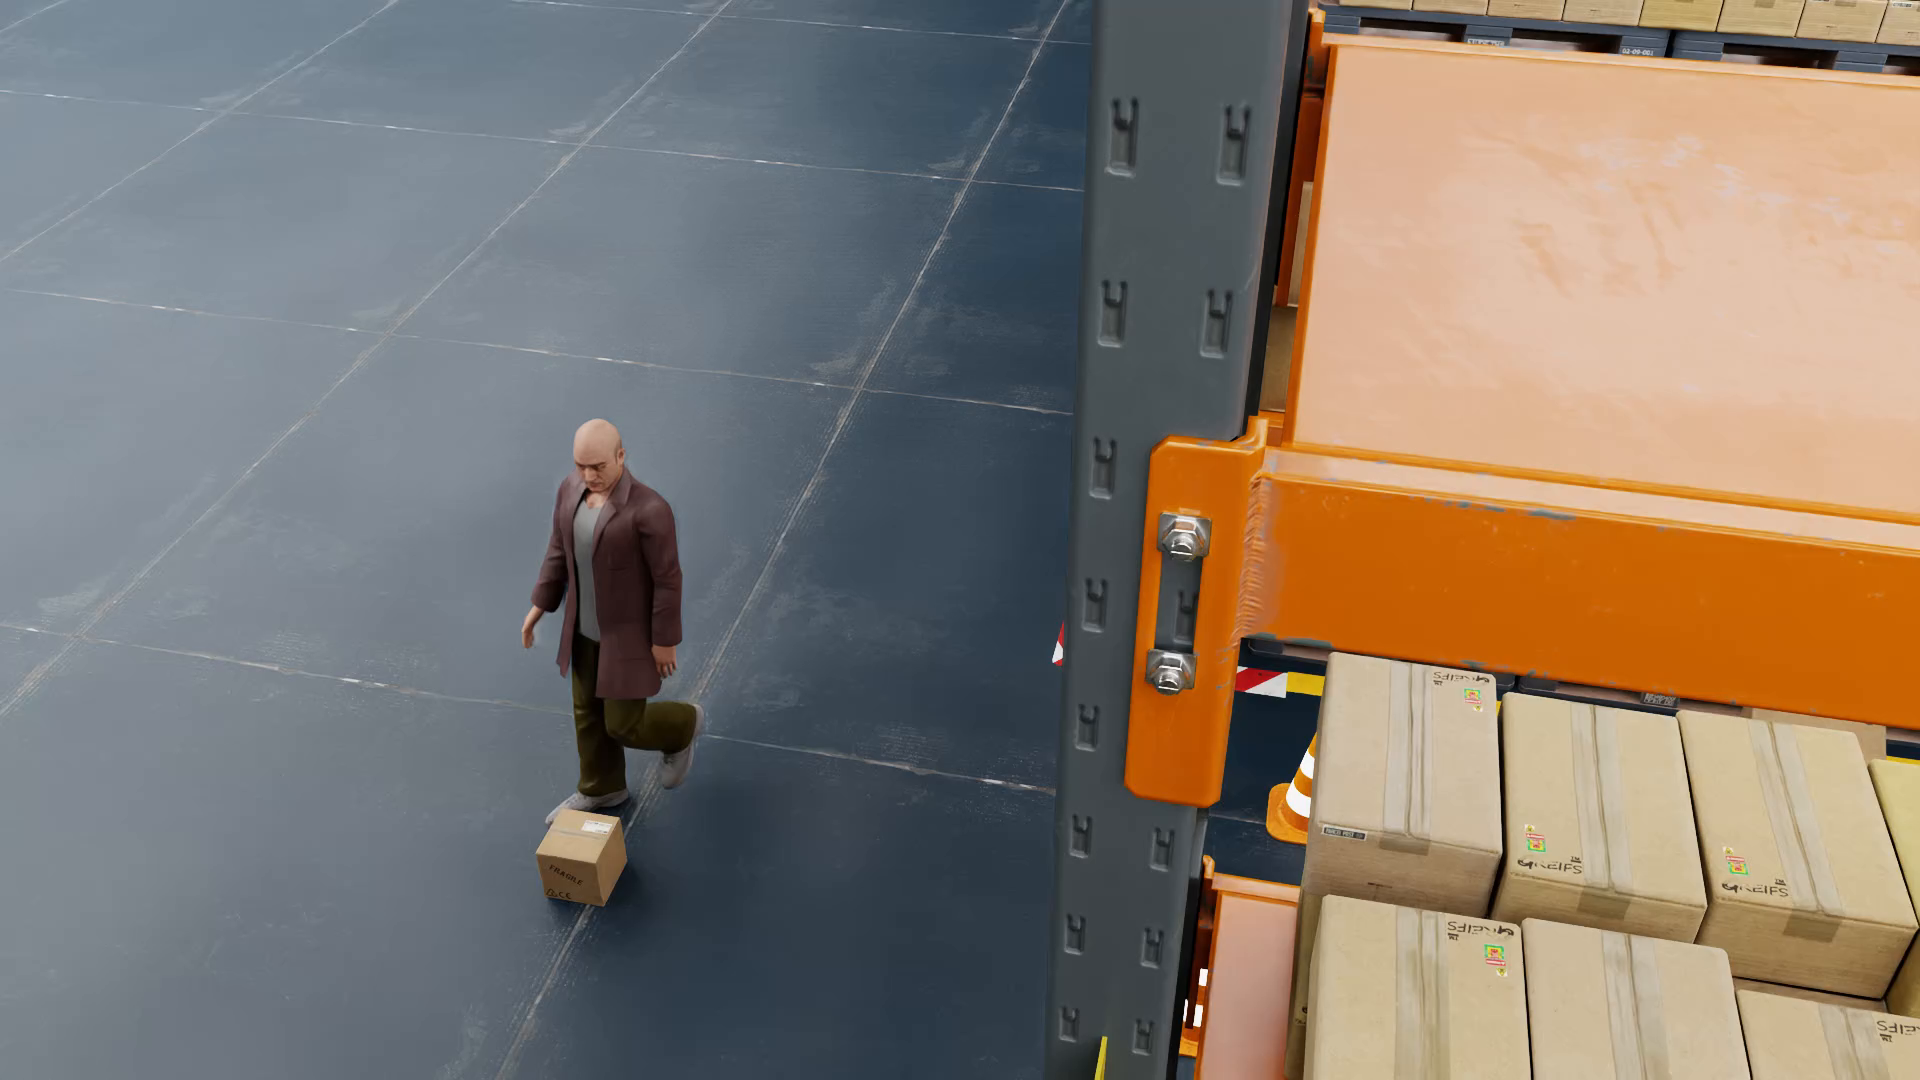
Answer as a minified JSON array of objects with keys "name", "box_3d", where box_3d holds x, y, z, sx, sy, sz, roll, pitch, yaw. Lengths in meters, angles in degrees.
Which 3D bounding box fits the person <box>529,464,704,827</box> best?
[{"name":"person","box_3d":[-1.394,0.433,6.548,0.654,1.559,0.722,24,42,29]}]
